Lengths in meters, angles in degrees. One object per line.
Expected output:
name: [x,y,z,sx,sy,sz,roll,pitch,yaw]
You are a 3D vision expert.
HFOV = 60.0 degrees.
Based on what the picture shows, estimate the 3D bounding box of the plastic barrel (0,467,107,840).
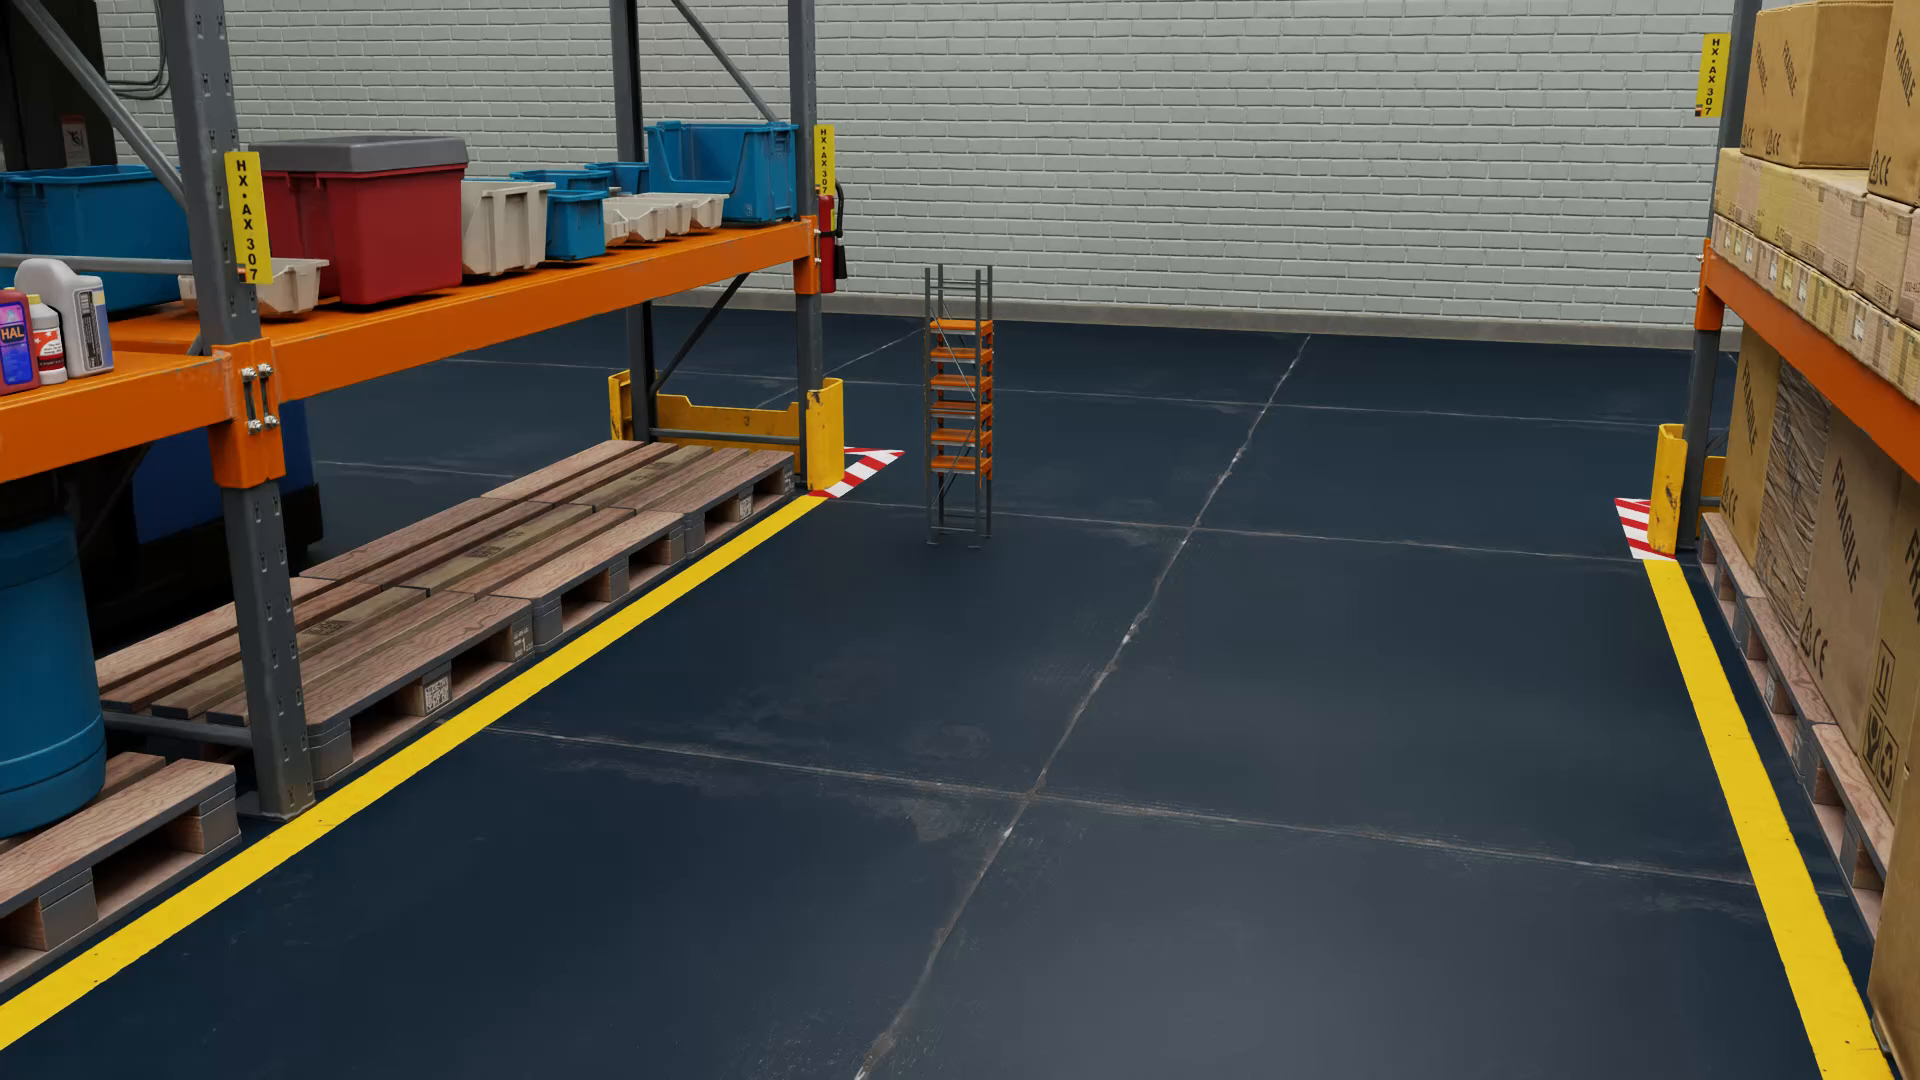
plastic barrel: [-2.482,0.231,4.093,0.600,0.901,0.708,5,16,16]

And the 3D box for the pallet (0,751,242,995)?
pallet: [-2.570,0.823,4.041,1.003,0.211,1.213,5,16,16]

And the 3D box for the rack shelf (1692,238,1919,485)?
rack shelf: [3.006,-0.510,4.950,1.077,0.370,4.000,5,16,16]

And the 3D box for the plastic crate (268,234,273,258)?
plastic crate: [-2.250,-0.927,5.496,0.437,0.125,0.590,5,16,16]

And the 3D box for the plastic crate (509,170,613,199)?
plastic crate: [-1.747,-1.501,7.320,0.416,0.233,0.300,5,16,16]

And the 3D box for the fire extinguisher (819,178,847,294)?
fire extinguisher: [-0.696,-1.551,8.127,0.296,0.674,0.183,5,16,16]

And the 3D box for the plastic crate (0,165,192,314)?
plastic crate: [-2.505,-0.887,4.879,0.392,0.384,0.575,5,16,16]

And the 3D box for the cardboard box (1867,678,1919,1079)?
cardboard box: [2.275,0.656,2.644,1.225,0.875,0.875,5,16,16]

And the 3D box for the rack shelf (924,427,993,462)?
rack shelf: [-0.004,-0.415,7.197,0.258,0.103,0.180,5,16,16]

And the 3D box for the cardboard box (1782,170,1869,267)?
cardboard box: [2.748,-0.941,4.881,0.500,0.250,0.500,4,16,15]

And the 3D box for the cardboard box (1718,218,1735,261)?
cardboard box: [3.086,-1.124,6.256,0.380,0.149,0.250,4,16,15]

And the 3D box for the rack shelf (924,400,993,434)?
rack shelf: [-0.004,-0.531,7.164,0.258,0.103,0.180,5,16,16]

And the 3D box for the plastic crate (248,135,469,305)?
plastic crate: [-1.817,-0.991,5.099,0.402,0.464,0.583,5,16,16]

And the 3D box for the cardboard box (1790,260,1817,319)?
cardboard box: [2.649,-0.720,4.832,0.380,0.149,0.250,5,17,17]

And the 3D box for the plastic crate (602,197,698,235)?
plastic crate: [-1.329,-1.364,7.013,0.396,0.136,0.243,5,16,16]

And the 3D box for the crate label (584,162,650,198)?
crate label: [-1.560,-1.673,7.928,0.416,0.233,0.303,5,16,16]

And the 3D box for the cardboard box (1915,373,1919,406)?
cardboard box: [2.210,-0.317,3.412,0.380,0.149,0.250,5,17,16]

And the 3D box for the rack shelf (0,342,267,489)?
rack shelf: [-2.879,0.152,2.614,1.077,0.370,4.000,5,16,16]

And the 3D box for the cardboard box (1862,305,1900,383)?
cardboard box: [2.356,-0.452,3.886,0.380,0.149,0.250,4,16,15]

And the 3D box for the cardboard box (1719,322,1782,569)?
cardboard box: [3.469,-0.386,6.317,0.875,0.875,0.875,5,16,16]

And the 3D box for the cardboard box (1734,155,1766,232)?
cardboard box: [3.038,-1.209,5.826,0.500,0.250,0.500,4,16,15]

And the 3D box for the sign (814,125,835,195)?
sign: [-0.642,-1.804,7.893,0.100,0.325,0.005,5,16,16]

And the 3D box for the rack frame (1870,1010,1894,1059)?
rack frame: [2.438,-0.333,3.007,1.000,3.000,0.127,5,16,16]

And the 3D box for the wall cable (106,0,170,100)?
wall cable: [-8.723,-5.376,15.484,3.097,2.526,0.112,5,16,16]

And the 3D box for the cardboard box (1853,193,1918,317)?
cardboard box: [2.456,-0.676,3.944,0.500,0.250,0.500,5,17,18]

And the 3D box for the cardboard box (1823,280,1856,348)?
cardboard box: [2.502,-0.587,4.361,0.380,0.149,0.250,5,17,17]

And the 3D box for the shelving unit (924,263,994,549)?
shelving unit: [-0.004,-0.573,7.152,0.258,1.200,0.189,5,16,16]

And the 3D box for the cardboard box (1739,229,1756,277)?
cardboard box: [2.940,-0.989,5.779,0.380,0.149,0.250,4,16,15]

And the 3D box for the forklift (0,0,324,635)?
forklift: [-3.642,-1.013,5.530,1.130,2.935,3.031,5,17,17]

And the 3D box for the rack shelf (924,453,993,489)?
rack shelf: [-0.004,-0.300,7.230,0.258,0.103,0.180,5,16,16]

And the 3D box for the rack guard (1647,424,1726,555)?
rack guard: [3.581,-0.183,7.060,1.175,0.500,0.348,5,16,16]

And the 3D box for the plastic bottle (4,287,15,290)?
plastic bottle: [-2.238,-0.498,3.953,0.097,0.201,0.097,0,16,0]

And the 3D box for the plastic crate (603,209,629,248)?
plastic crate: [-1.451,-1.210,6.472,0.298,0.136,0.250,5,16,16]

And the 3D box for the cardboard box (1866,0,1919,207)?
cardboard box: [2.458,-1.037,3.843,0.500,0.500,0.500,5,17,16]

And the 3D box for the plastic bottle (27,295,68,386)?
plastic bottle: [-2.120,-0.461,3.822,0.097,0.201,0.097,0,16,0]

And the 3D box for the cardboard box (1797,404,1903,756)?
cardboard box: [2.958,0.085,4.657,0.875,0.875,0.875,5,16,16]

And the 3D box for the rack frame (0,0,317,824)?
rack frame: [-2.311,-0.717,4.361,1.000,3.000,0.127,5,16,16]

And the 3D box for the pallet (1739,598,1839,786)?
pallet: [3.074,0.495,5.196,1.003,0.211,1.213,5,16,16]

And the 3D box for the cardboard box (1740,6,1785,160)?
cardboard box: [3.037,-1.576,5.744,0.500,0.500,0.500,4,16,15]

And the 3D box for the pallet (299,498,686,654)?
pallet: [-1.794,0.109,6.559,1.003,0.211,1.213,5,16,16]

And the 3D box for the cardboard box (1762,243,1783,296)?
cardboard box: [2.794,-0.855,5.307,0.380,0.149,0.250,4,16,15]

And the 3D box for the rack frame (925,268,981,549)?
rack frame: [-0.030,-0.550,7.068,0.240,1.200,0.006,5,16,16]
